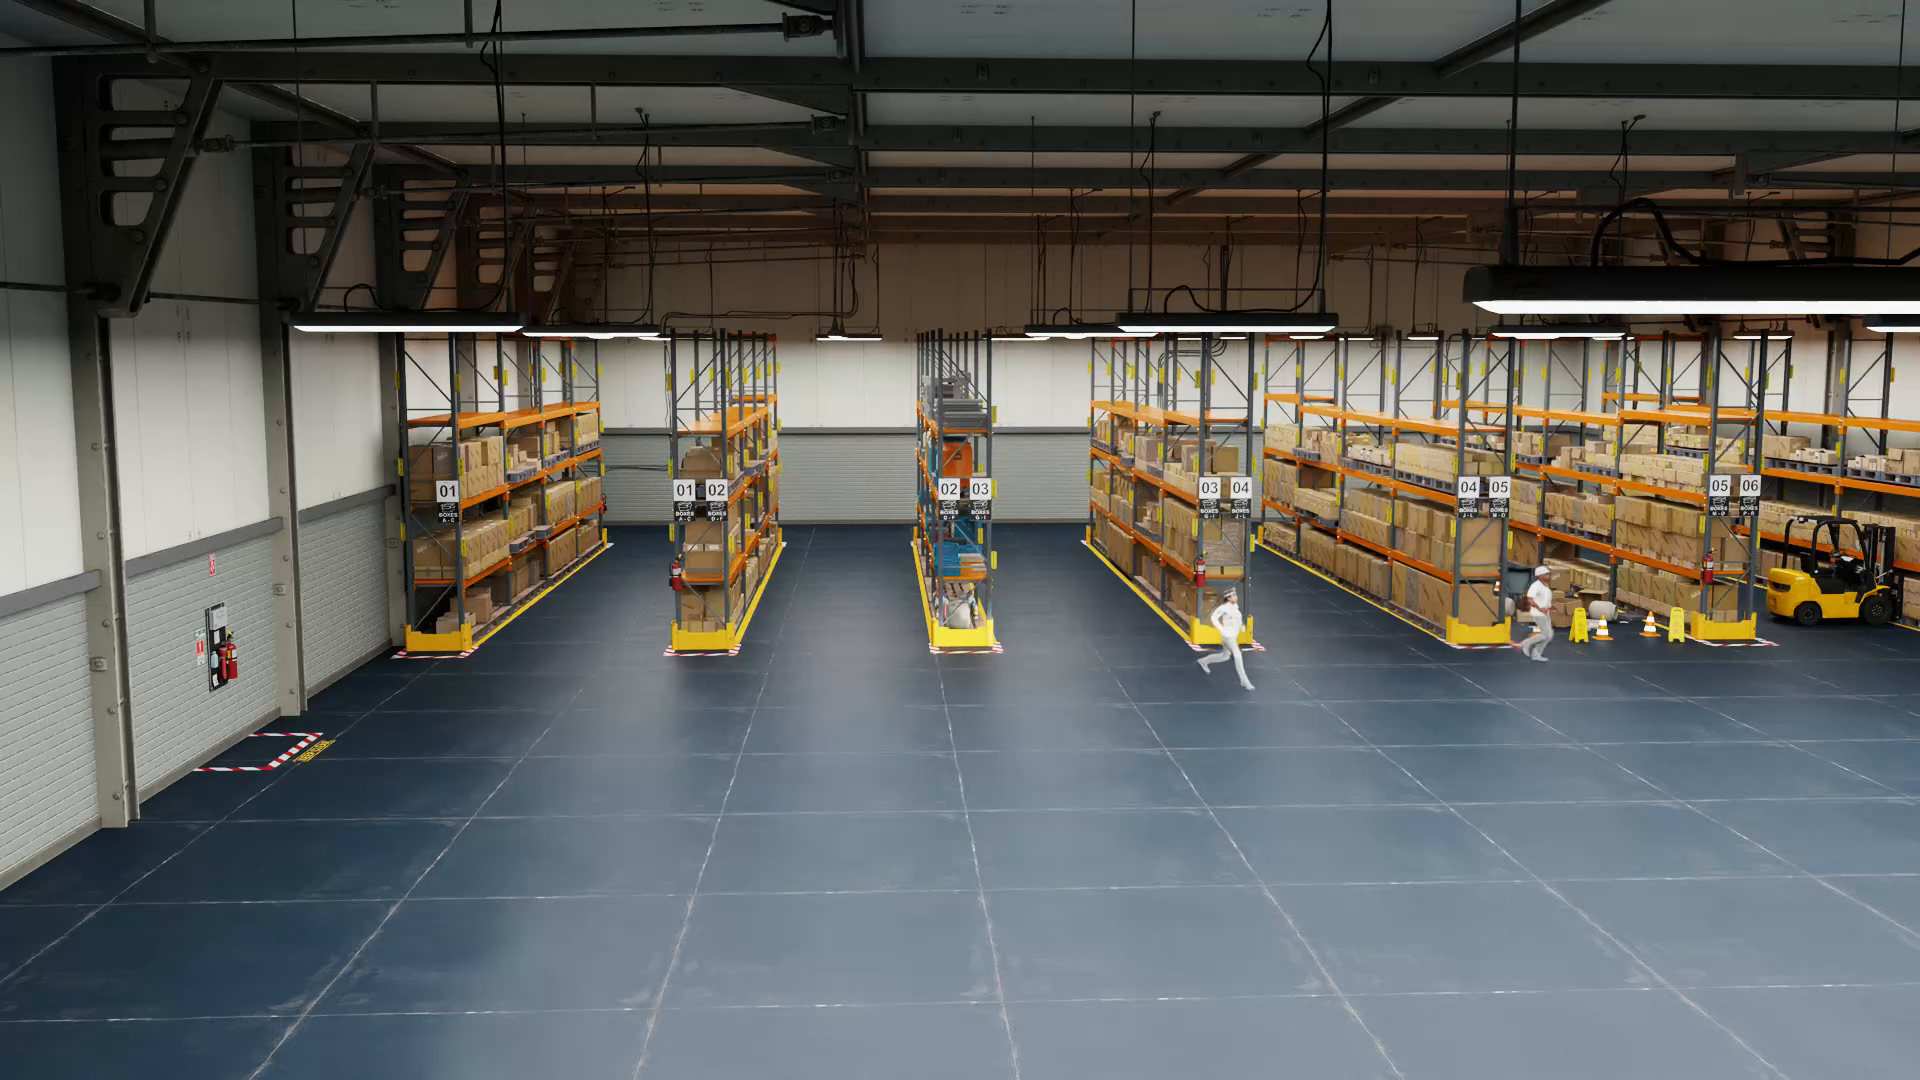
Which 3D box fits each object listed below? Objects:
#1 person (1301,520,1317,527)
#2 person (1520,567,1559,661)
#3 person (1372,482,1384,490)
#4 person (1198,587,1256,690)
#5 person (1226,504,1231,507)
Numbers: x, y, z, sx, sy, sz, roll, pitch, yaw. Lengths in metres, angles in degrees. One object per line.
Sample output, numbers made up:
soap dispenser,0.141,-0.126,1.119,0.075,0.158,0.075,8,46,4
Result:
person,10.266,-0.918,49.194,0.955,1.666,0.567,-2,7,-17
person,10.470,1.333,30.031,0.576,1.721,0.682,4,8,34
person,12.387,-0.936,49.303,0.870,1.728,0.661,0,7,3
person,4.491,1.631,27.881,1.057,1.709,0.586,4,8,30
person,7.414,-0.687,47.152,0.736,1.740,0.711,1,7,12
